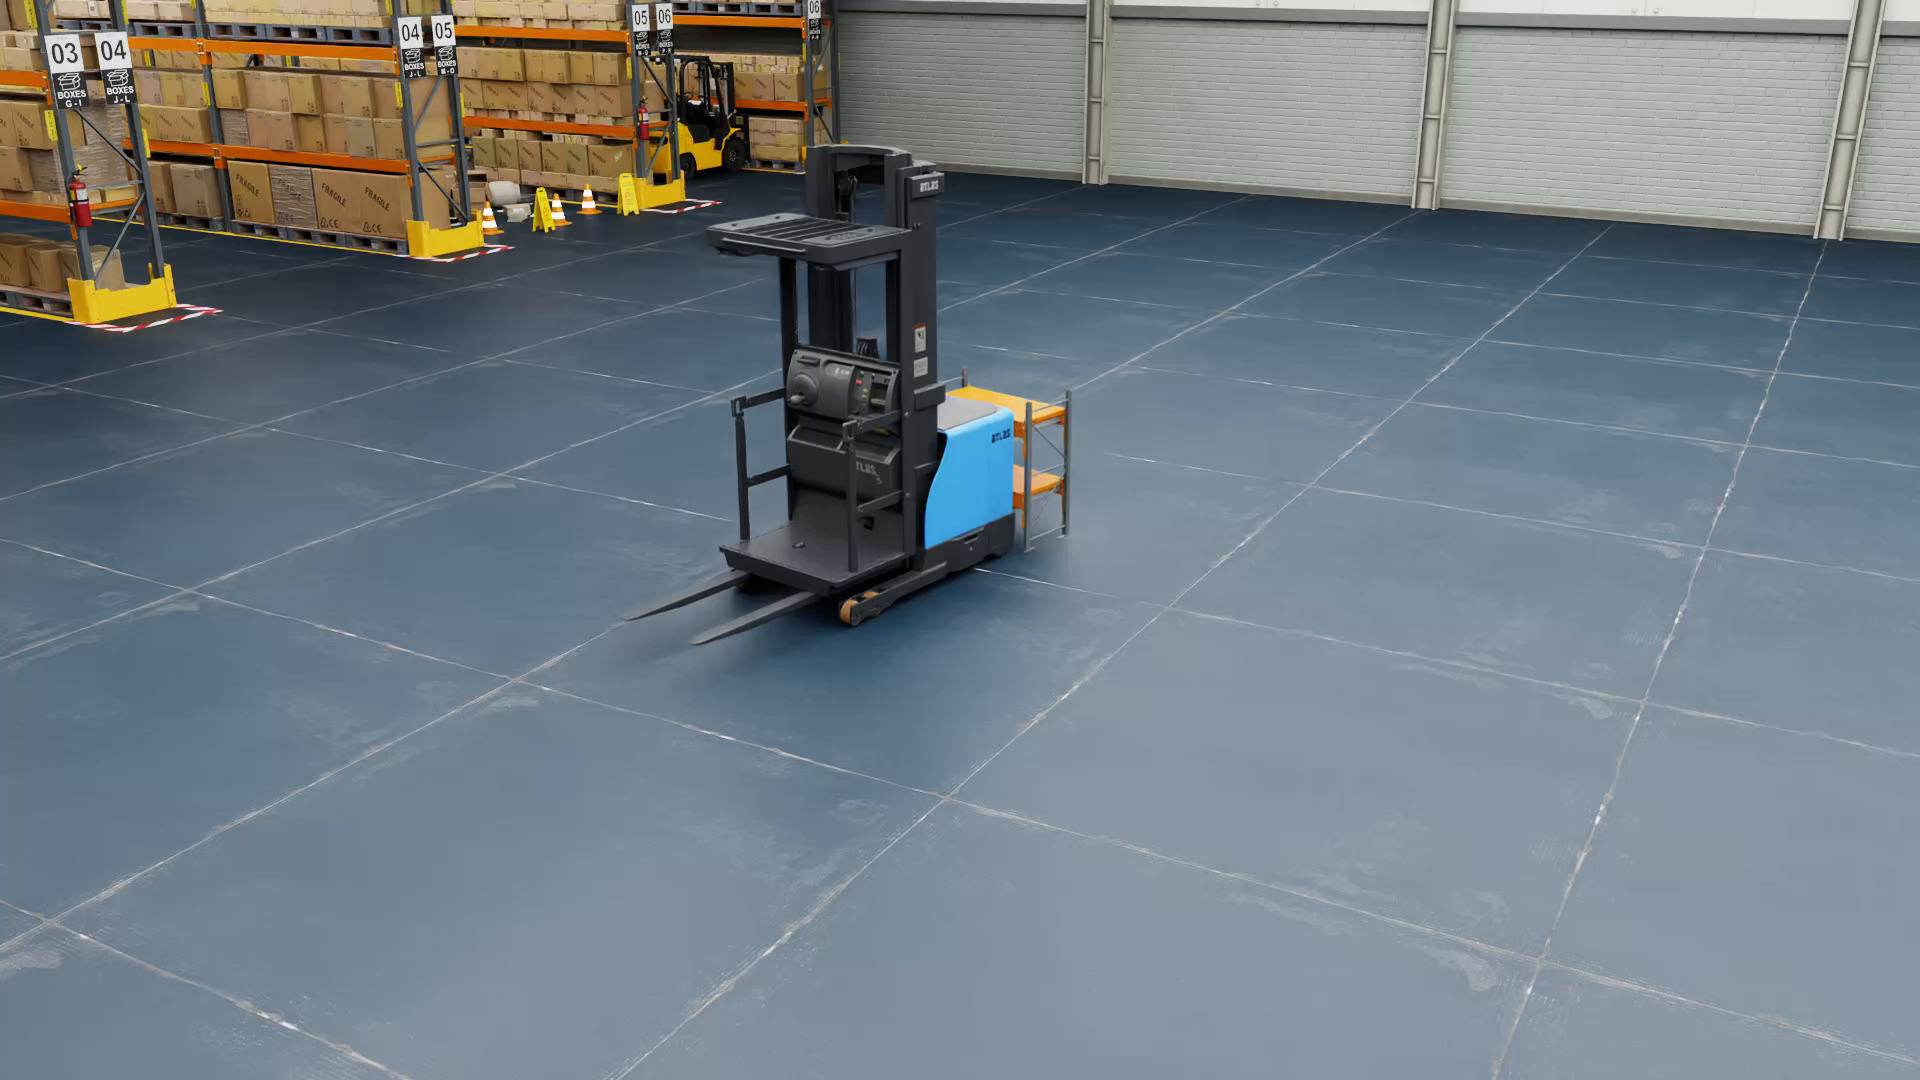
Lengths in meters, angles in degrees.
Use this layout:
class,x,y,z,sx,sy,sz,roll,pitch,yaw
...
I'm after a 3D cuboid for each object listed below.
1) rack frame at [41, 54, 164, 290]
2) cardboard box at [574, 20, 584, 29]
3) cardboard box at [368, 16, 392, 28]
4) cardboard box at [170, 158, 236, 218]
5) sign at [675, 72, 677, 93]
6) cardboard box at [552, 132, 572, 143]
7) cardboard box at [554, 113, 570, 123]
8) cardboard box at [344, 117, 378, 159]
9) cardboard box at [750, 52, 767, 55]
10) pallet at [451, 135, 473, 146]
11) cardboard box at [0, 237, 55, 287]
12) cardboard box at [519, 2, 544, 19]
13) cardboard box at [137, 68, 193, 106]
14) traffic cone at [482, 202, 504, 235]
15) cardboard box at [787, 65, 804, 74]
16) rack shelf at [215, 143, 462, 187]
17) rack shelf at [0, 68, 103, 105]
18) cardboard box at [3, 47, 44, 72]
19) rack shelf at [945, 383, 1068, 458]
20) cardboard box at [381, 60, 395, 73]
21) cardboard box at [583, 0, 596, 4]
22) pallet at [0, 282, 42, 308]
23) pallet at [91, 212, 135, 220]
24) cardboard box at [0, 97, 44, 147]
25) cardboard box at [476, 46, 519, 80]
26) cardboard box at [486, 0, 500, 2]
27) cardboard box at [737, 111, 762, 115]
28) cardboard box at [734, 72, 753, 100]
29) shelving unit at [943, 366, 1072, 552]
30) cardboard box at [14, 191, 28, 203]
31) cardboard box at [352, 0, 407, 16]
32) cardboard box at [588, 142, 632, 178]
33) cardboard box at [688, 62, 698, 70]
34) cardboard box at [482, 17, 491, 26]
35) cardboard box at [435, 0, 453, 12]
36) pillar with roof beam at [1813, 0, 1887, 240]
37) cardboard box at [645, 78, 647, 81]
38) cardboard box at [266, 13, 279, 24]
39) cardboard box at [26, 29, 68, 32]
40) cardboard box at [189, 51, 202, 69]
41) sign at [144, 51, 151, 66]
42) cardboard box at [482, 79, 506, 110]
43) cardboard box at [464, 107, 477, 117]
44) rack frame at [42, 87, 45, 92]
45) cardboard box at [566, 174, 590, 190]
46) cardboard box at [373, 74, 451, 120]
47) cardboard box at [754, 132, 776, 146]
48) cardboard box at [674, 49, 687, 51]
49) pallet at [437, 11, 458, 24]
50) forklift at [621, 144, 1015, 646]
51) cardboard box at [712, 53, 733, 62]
class,x,y,z,sx,sy,sz,roll,pitch,yaw
rack frame,-9.854,-4.095,19.254,0.127,3.000,1.000,11,23,27
cardboard box,-6.106,-8.461,27.260,0.250,0.149,0.380,11,23,28
cardboard box,-7.802,-7.045,22.595,0.250,0.149,0.380,11,23,27
cardboard box,-11.424,-5.436,25.635,0.750,0.750,1.050,11,23,27
sign,-4.756,-7.613,27.685,0.005,0.325,0.100,11,23,27
cardboard box,-6.648,-6.791,28.052,0.250,0.149,0.380,12,23,30
cardboard box,-6.602,-7.117,27.955,0.250,0.149,0.380,11,22,27
cardboard box,-8.183,-5.758,23.620,0.550,0.550,0.875,11,23,27
cardboard box,-3.874,-9.382,32.298,0.250,0.149,0.380,10,22,26
pallet,-10.221,-8.678,35.979,1.213,0.211,1.003,11,23,27
cardboard box,-11.466,-3.425,20.457,0.500,0.500,0.500,13,24,32
cardboard box,-6.935,-8.781,27.559,0.500,0.250,0.500,11,23,28
cardboard box,-12.166,-6.986,25.613,0.500,0.500,0.700,11,23,28
traffic cone,-7.118,-4.873,25.120,0.334,0.463,0.336,11,23,27
cardboard box,-3.042,-8.849,31.264,0.250,0.149,0.380,11,23,28
rack shelf,-9.092,-5.549,24.318,4.000,0.370,1.077,11,23,27
rack shelf,-11.600,-5.499,19.782,4.000,0.370,1.077,11,23,27
cardboard box,-10.398,-5.439,18.781,0.500,0.250,0.500,11,23,29
rack shelf,0.261,-0.897,12.330,1.000,0.278,0.538,17,26,39
cardboard box,-9.909,-8.272,29.573,0.500,0.500,0.500,12,23,29
cardboard box,-5.898,-8.771,26.947,0.250,0.149,0.380,11,22,27
pallet,-11.673,-3.145,20.726,1.213,0.211,1.003,11,23,27
pallet,-13.679,-5.420,26.998,1.213,0.211,1.003,11,23,27
cardboard box,-10.894,-4.851,19.290,0.500,0.500,0.500,11,23,27
cardboard box,-7.799,-8.138,28.351,0.500,0.500,0.700,11,23,28
cardboard box,-7.713,-9.094,27.838,0.250,0.149,0.380,11,22,27
cardboard box,-4.244,-8.290,32.770,0.500,0.250,0.500,10,22,26
cardboard box,-4.057,-8.748,31.936,0.500,0.500,0.500,10,22,26
shelving unit,0.261,-0.622,12.429,1.048,1.125,0.538,17,26,39
cardboard box,-10.875,-4.077,19.573,0.250,0.149,0.380,11,23,27
cardboard box,-7.910,-7.276,22.648,0.500,0.250,0.500,11,23,28
cardboard box,-5.847,-6.358,27.810,0.500,0.500,0.500,11,23,28
cardboard box,-5.070,-9.224,32.297,0.250,0.149,0.380,11,22,27
cardboard box,-7.889,-8.809,28.219,0.250,0.149,0.380,11,23,27
cardboard box,-9.093,-9.301,28.812,0.500,0.250,0.500,10,22,26
pillar with roof beam,10.843,-7.452,19.713,0.400,9.000,9.100,11,23,27
cardboard box,-6.396,-9.282,33.774,0.500,0.250,0.500,11,23,28
cardboard box,-9.574,-7.383,23.527,0.250,0.149,0.380,11,23,27
cardboard box,-10.644,-5.880,19.412,0.250,0.149,0.380,12,23,29
cardboard box,-14.359,-9.238,31.821,0.500,0.500,0.500,10,22,26
sign,-15.766,-9.319,32.271,0.005,0.325,0.100,11,23,27
cardboard box,-7.815,-7.664,28.512,0.500,0.500,0.500,11,23,27
cardboard box,-8.394,-7.444,28.856,0.250,0.149,0.380,11,23,27
rack frame,-14.331,-6.885,26.946,0.127,3.000,1.000,11,23,27
cardboard box,-6.306,-6.092,28.178,0.500,0.250,0.500,11,23,27
cardboard box,-7.652,-6.206,23.270,0.550,0.550,0.875,11,23,27
cardboard box,-3.613,-7.737,31.980,0.500,0.250,0.500,11,22,27
cardboard box,-5.669,-9.717,33.219,0.250,0.149,0.380,11,23,27
pallet,-9.000,-9.166,29.112,1.003,0.211,1.213,11,23,27
forklift,-0.913,-1.013,10.860,1.130,2.935,3.031,15,25,36
cardboard box,-4.572,-9.312,32.103,0.250,0.149,0.380,11,23,28
